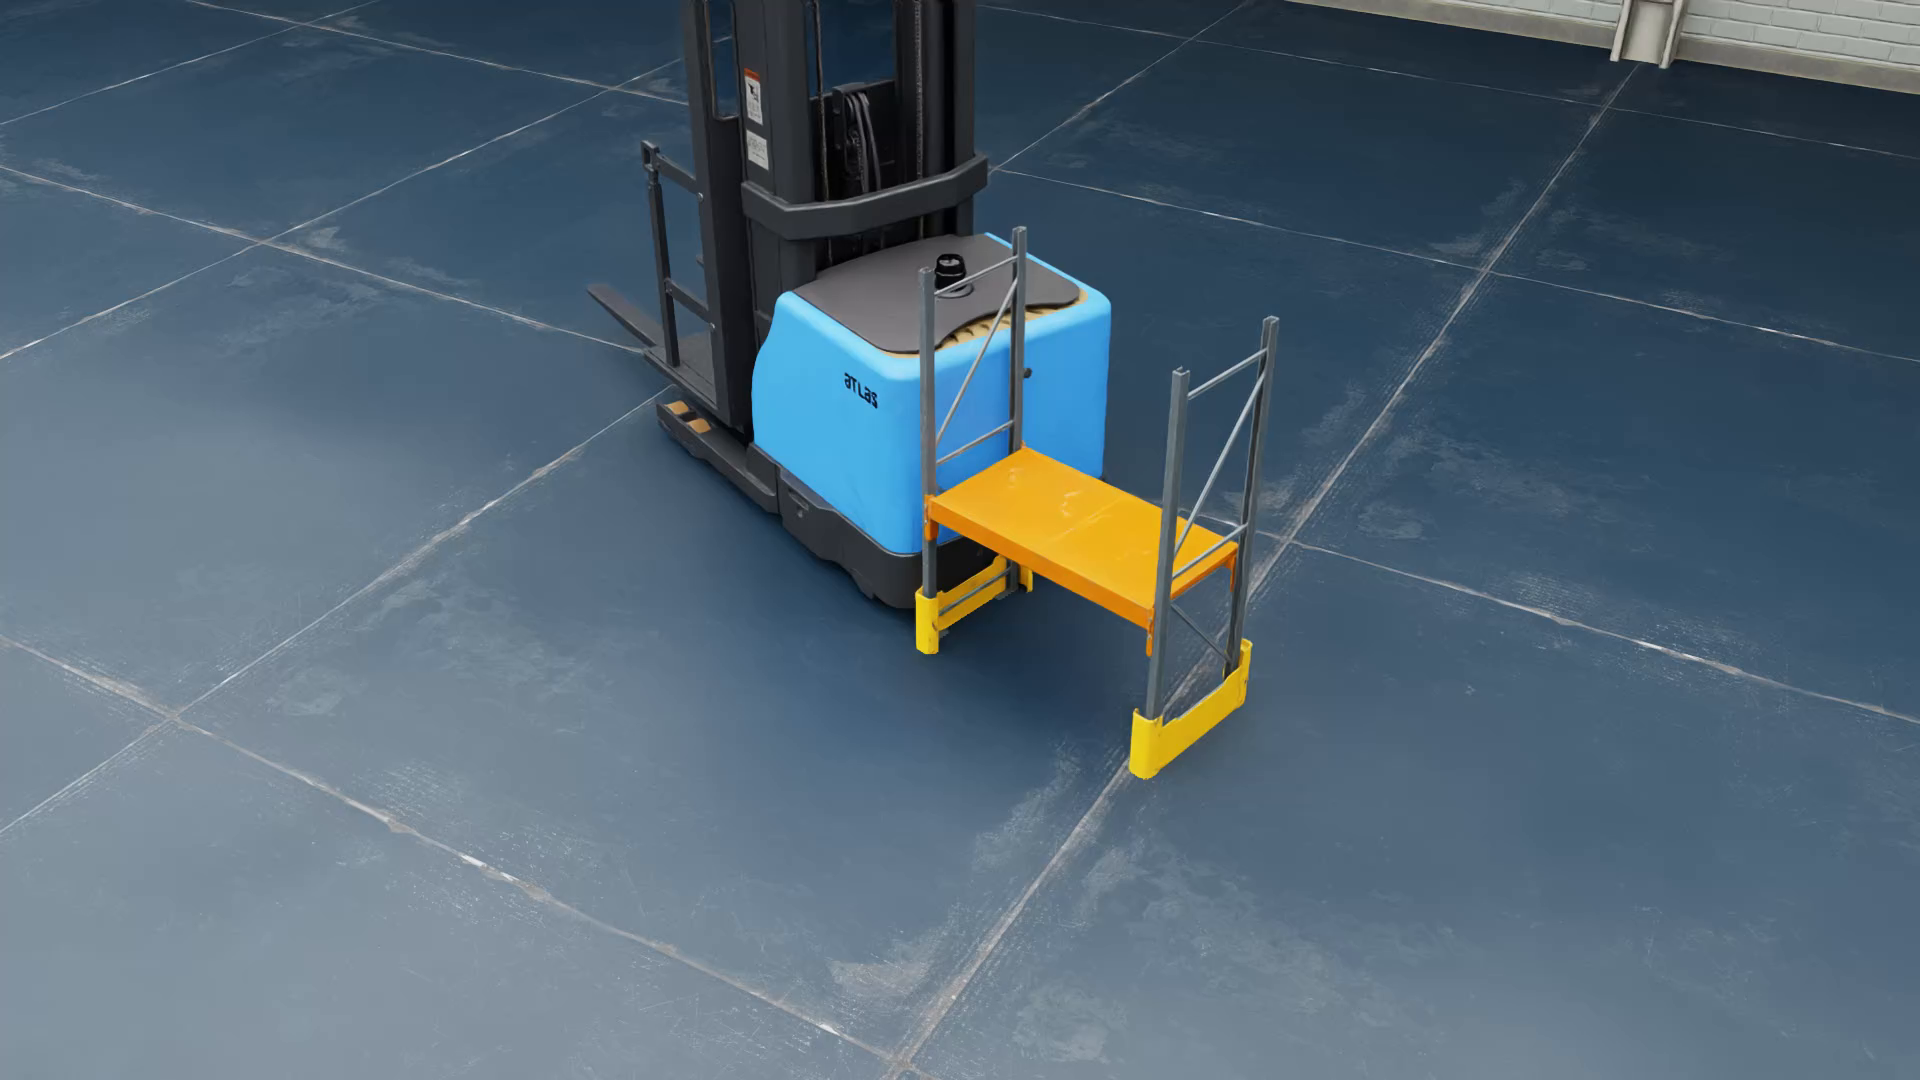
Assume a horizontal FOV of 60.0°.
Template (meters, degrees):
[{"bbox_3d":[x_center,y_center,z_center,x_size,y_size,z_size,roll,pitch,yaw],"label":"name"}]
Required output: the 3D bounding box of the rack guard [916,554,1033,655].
[{"bbox_3d":[0.061,0.191,6.238,0.087,0.250,0.587,27,42,35],"label":"rack guard"}]

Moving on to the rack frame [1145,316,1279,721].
[{"bbox_3d":[0.791,0.047,5.326,0.032,1.500,0.500,27,42,35],"label":"rack frame"}]

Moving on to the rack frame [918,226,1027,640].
[{"bbox_3d":[0.047,-0.337,5.903,0.032,1.500,0.500,27,42,35],"label":"rack frame"}]

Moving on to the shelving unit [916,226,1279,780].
[{"bbox_3d":[0.425,-0.142,5.609,1.083,1.500,0.587,27,42,35],"label":"shelving unit"}]

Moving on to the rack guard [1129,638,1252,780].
[{"bbox_3d":[0.790,0.567,5.673,0.087,0.250,0.587,27,42,35],"label":"rack guard"}]

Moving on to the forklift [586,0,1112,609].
[{"bbox_3d":[-0.692,-1.727,6.699,1.130,2.935,3.031,-22,39,-29],"label":"forklift"}]

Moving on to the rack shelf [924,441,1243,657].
[{"bbox_3d":[0.419,0.005,5.714,1.000,0.185,0.538,27,42,35],"label":"rack shelf"}]

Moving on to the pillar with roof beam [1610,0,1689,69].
[{"bbox_3d":[2.765,-5.130,6.335,0.400,9.000,9.100,18,37,24],"label":"pillar with roof beam"}]
